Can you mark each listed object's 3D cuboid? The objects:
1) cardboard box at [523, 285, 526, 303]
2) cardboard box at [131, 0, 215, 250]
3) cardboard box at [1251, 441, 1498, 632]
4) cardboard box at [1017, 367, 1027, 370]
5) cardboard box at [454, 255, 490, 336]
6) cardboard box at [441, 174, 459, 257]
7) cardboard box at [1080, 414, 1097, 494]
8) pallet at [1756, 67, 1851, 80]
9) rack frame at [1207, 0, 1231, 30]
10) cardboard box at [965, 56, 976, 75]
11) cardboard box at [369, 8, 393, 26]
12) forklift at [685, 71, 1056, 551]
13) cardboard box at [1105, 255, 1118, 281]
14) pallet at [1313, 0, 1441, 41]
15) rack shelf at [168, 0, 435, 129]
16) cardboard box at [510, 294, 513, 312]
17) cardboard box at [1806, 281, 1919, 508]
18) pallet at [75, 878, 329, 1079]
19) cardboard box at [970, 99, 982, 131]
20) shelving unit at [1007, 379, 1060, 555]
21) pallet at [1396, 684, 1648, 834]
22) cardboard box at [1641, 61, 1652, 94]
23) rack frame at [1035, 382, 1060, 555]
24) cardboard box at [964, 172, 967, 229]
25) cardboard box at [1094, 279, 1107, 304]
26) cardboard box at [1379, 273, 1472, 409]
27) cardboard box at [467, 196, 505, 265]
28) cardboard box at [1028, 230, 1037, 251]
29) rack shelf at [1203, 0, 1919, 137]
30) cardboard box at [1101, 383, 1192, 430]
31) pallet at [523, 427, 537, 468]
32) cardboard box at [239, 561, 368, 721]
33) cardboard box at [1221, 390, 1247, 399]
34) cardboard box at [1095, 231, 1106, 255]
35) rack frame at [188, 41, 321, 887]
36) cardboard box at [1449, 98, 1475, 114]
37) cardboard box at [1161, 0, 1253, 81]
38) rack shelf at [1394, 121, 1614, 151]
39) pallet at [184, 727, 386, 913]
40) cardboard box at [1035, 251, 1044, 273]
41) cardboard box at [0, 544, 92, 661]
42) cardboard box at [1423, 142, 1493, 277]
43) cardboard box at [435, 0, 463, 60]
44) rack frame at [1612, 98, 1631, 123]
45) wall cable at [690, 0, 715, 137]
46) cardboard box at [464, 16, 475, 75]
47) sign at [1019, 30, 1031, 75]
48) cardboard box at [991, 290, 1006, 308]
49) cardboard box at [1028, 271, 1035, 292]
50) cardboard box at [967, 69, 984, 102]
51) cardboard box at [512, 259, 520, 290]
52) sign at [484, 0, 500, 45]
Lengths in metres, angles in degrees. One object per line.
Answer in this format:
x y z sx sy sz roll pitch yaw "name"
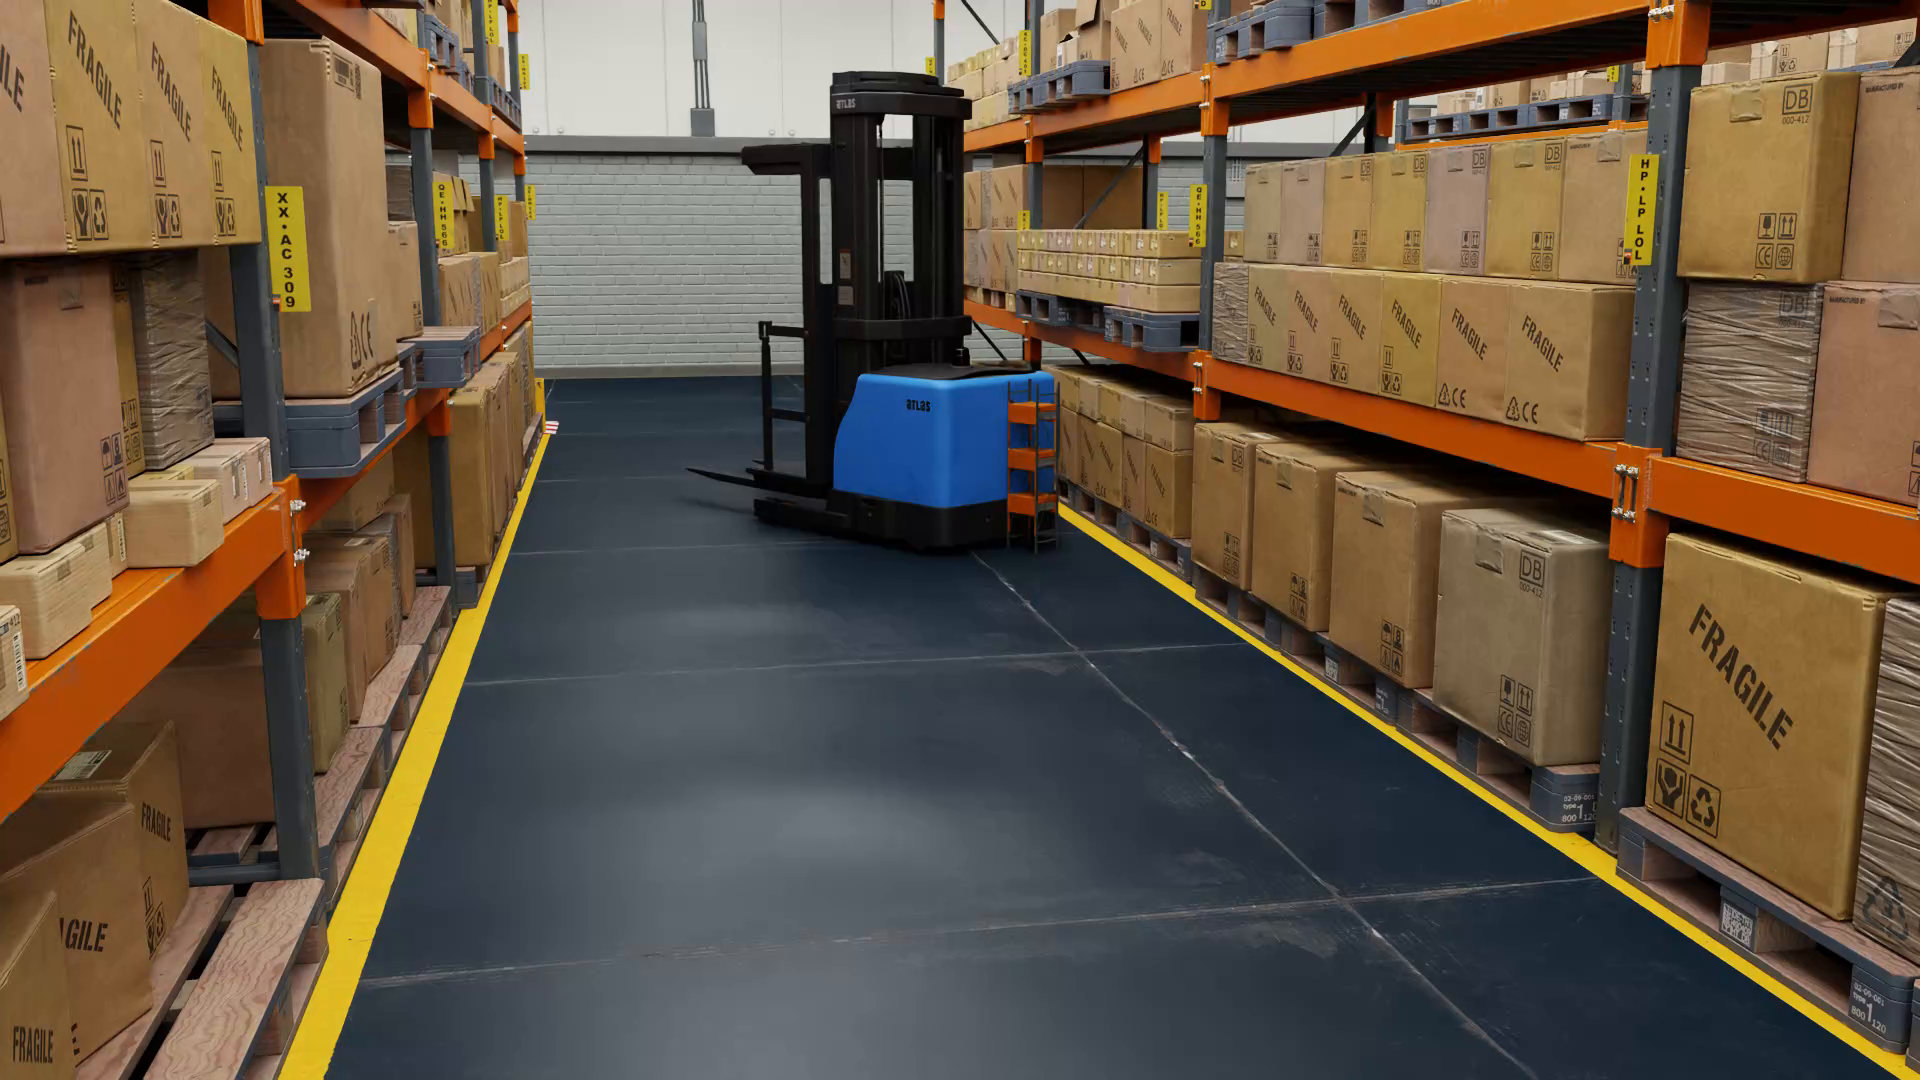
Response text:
-4.101 -2.205 14.929 0.380 0.149 0.250 -2 11 -10 "cardboard box"
-1.851 -0.843 3.364 0.500 0.500 0.500 -2 11 -11 "cardboard box"
2.003 -0.042 7.787 1.050 0.750 0.750 -2 11 -10 "cardboard box"
0.751 -1.552 15.740 0.380 0.149 0.250 -3 11 -13 "cardboard box"
-3.306 -1.574 10.678 0.500 0.500 0.500 -2 11 -12 "cardboard box"
-3.473 -1.973 10.089 0.797 0.503 0.637 -2 11 -9 "cardboard box"
1.125 -0.590 11.336 0.500 0.500 0.500 -2 11 -10 "cardboard box"
6.238 -3.116 11.529 1.003 0.211 1.213 -2 11 -8 "pallet"
1.800 -4.163 8.501 1.000 3.000 0.127 -2 11 -11 "rack frame"
0.255 -4.217 14.805 0.380 0.149 0.250 -2 11 -9 "cardboard box"
-2.548 -2.193 6.574 0.500 0.250 0.500 -2 11 -9 "cardboard box"
-0.757 -1.591 11.215 1.130 2.935 3.031 -10 15 -42 "forklift"
1.101 -1.662 10.158 0.380 0.149 0.250 -2 11 -11 "cardboard box"
2.197 -2.275 7.111 1.003 0.211 1.213 -2 11 -8 "pallet"
-2.696 -1.807 6.071 1.077 0.370 4.000 -2 11 -11 "rack shelf"
-3.750 -1.875 13.198 0.380 0.149 0.250 -2 11 -13 "cardboard box"
2.790 -0.389 4.314 0.875 0.550 0.550 -2 11 -11 "cardboard box"
-2.142 1.171 3.977 1.003 0.211 1.213 -2 11 -11 "pallet"
0.381 -3.705 14.521 0.500 0.250 0.500 -2 11 -11 "cardboard box"
0.452 -0.456 10.285 0.215 1.050 0.252 -10 15 -42 "shelving unit"
2.354 0.749 6.197 1.003 0.211 1.213 -2 11 -11 "pallet"
5.612 -3.657 13.103 0.396 0.266 0.258 -2 11 -12 "cardboard box"
0.535 -0.439 10.197 0.200 1.050 0.008 -10 15 -42 "rack frame"
0.254 -3.089 15.166 0.500 0.500 0.500 -2 11 -12 "cardboard box"
1.057 -1.560 10.421 0.380 0.149 0.250 -3 11 -14 "cardboard box"
2.017 -0.803 6.623 0.500 0.500 0.500 -2 11 -10 "cardboard box"
-3.706 -2.326 12.492 0.500 0.500 0.500 -2 11 -11 "cardboard box"
0.707 -2.185 12.110 0.380 0.149 0.250 -2 11 -9 "cardboard box"
2.189 -1.969 6.921 1.077 0.370 4.000 -2 11 -11 "rack shelf"
1.217 -0.864 10.772 0.500 0.250 0.500 -2 11 -10 "cardboard box"
-4.175 -0.784 14.252 1.003 0.211 1.213 -2 11 -11 "pallet"
-2.589 0.387 6.147 0.700 0.500 0.500 -3 11 -16 "cardboard box"
1.804 -0.791 10.385 0.500 0.250 0.500 -2 11 -12 "cardboard box"
1.060 -1.852 10.360 0.380 0.149 0.250 -2 11 -11 "cardboard box"
-2.307 -0.320 4.357 1.000 3.000 0.127 -2 11 -11 "rack frame"
5.066 -4.279 16.416 0.380 0.149 0.250 -2 11 -9 "cardboard box"
1.439 -2.834 9.274 0.500 0.500 0.500 -2 11 -11 "cardboard box"
5.469 -3.635 15.673 1.077 0.370 4.000 -2 11 -11 "rack shelf"
-2.460 0.907 5.368 1.003 0.211 1.213 -2 11 -11 "pallet"
0.750 -1.995 11.907 0.380 0.149 0.250 -2 11 -10 "cardboard box"
-1.700 0.108 2.781 0.380 0.149 0.250 -2 11 -11 "cardboard box"
2.275 -1.300 6.564 0.700 0.500 0.500 -2 11 -11 "cardboard box"
-3.741 -3.410 11.180 0.700 0.500 0.500 -2 11 -10 "cardboard box"
5.858 -2.148 13.959 1.000 3.000 0.127 -2 11 -11 "rack frame"
-2.360 -8.211 21.166 2.277 5.999 0.120 -2 11 -11 "wall cable"
-4.175 -3.806 12.989 0.700 0.500 0.500 -2 11 -8 "cardboard box"
0.491 -3.656 12.476 0.100 0.325 0.005 -2 11 -11 "sign"
0.478 -2.061 14.176 0.380 0.149 0.250 -3 11 -13 "cardboard box"
0.707 -1.893 12.167 0.380 0.149 0.250 -2 11 -10 "cardboard box"
0.363 -3.957 14.506 0.500 0.250 0.500 -3 11 -13 "cardboard box"
-3.984 -2.233 14.010 0.500 0.250 0.500 -2 11 -11 "cardboard box"
-3.333 -3.691 11.821 0.100 0.325 0.005 -2 11 -11 "sign"
